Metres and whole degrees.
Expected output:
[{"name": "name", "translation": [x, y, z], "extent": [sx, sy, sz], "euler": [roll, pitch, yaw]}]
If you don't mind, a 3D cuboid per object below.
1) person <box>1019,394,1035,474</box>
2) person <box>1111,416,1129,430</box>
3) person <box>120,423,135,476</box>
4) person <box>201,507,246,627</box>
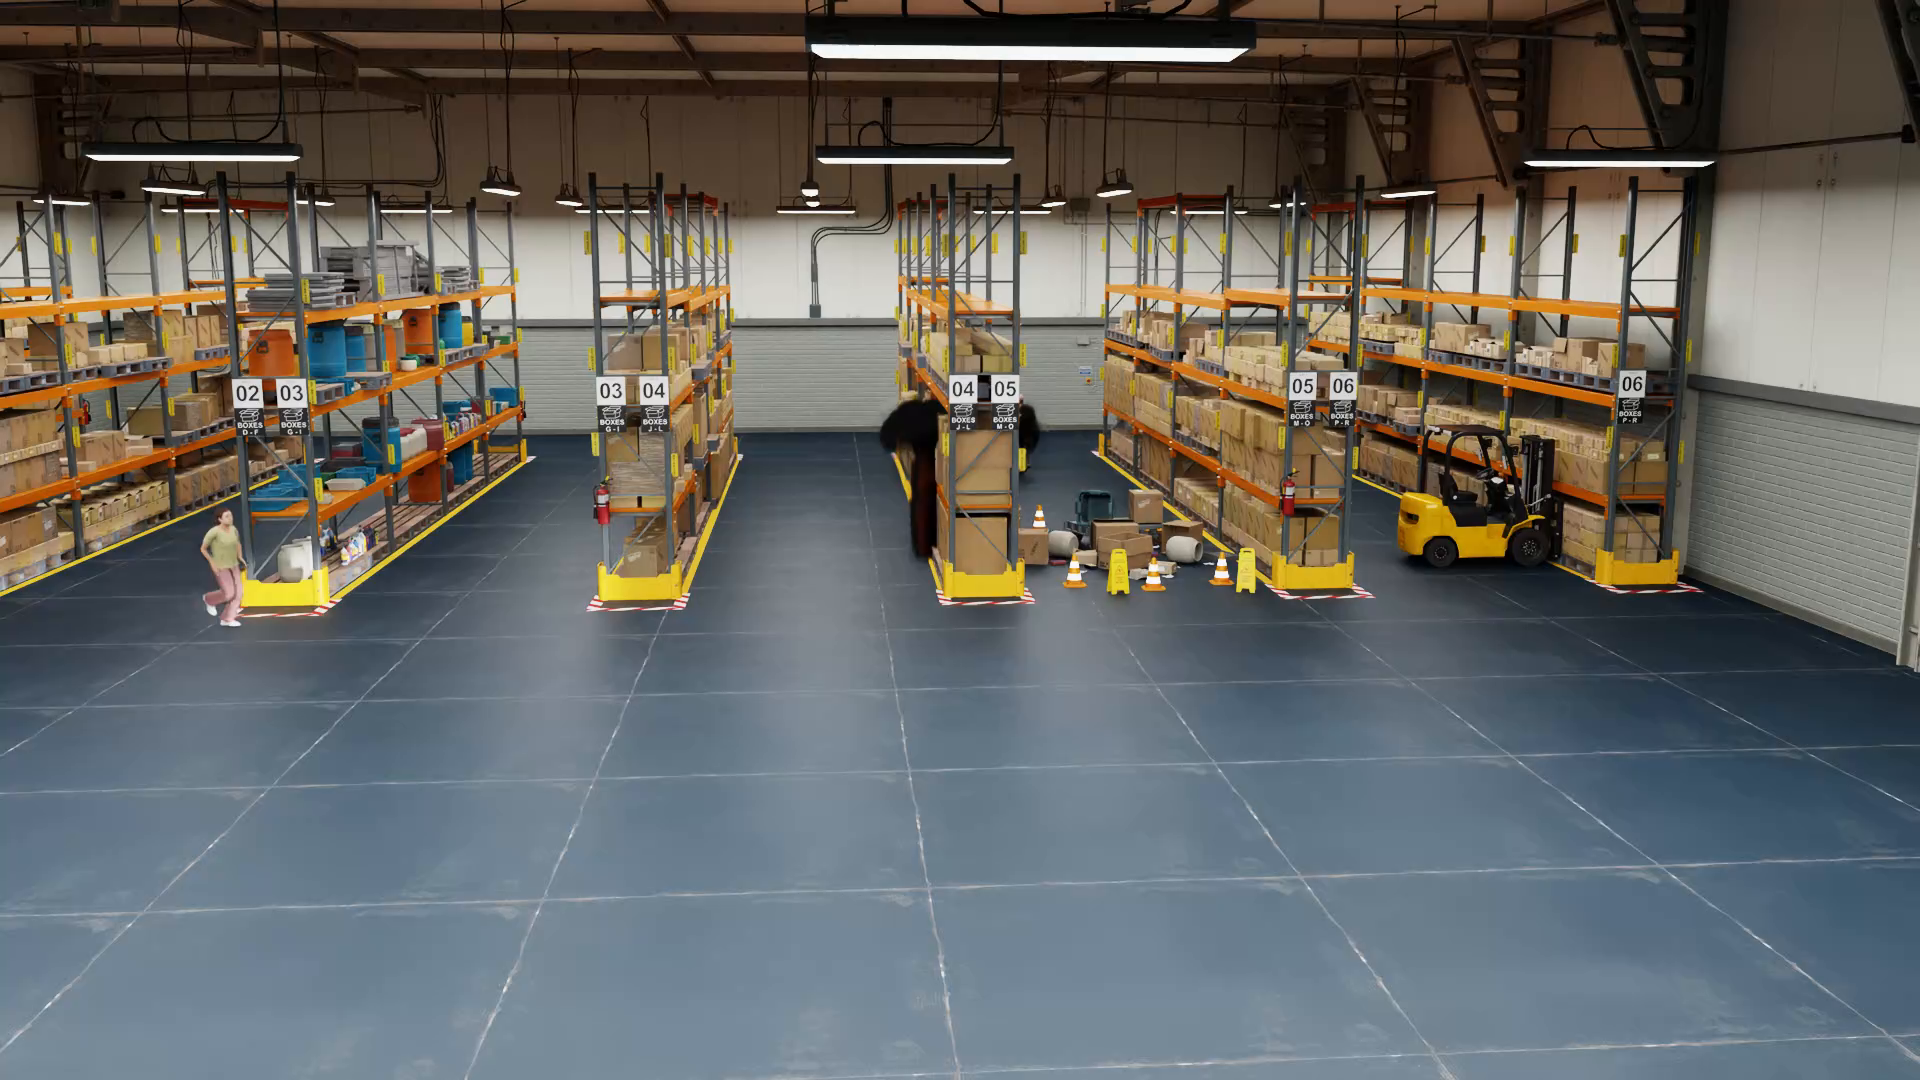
[{"name": "person", "translation": [1.427, -2.339, 36.889], "extent": [0.666, 1.767, 0.909], "euler": [-4, 11, -21]}, {"name": "person", "translation": [4.032, -3.077, 41.375], "extent": [0.964, 1.658, 0.503], "euler": [1, 10, 3]}, {"name": "person", "translation": [-16.867, -1.823, 34.148], "extent": [0.728, 1.733, 0.721], "euler": [-3, 10, -16]}, {"name": "person", "translation": [-9.819, 0.352, 22.117], "extent": [0.566, 1.607, 0.573], "euler": [6, 12, 30]}]
